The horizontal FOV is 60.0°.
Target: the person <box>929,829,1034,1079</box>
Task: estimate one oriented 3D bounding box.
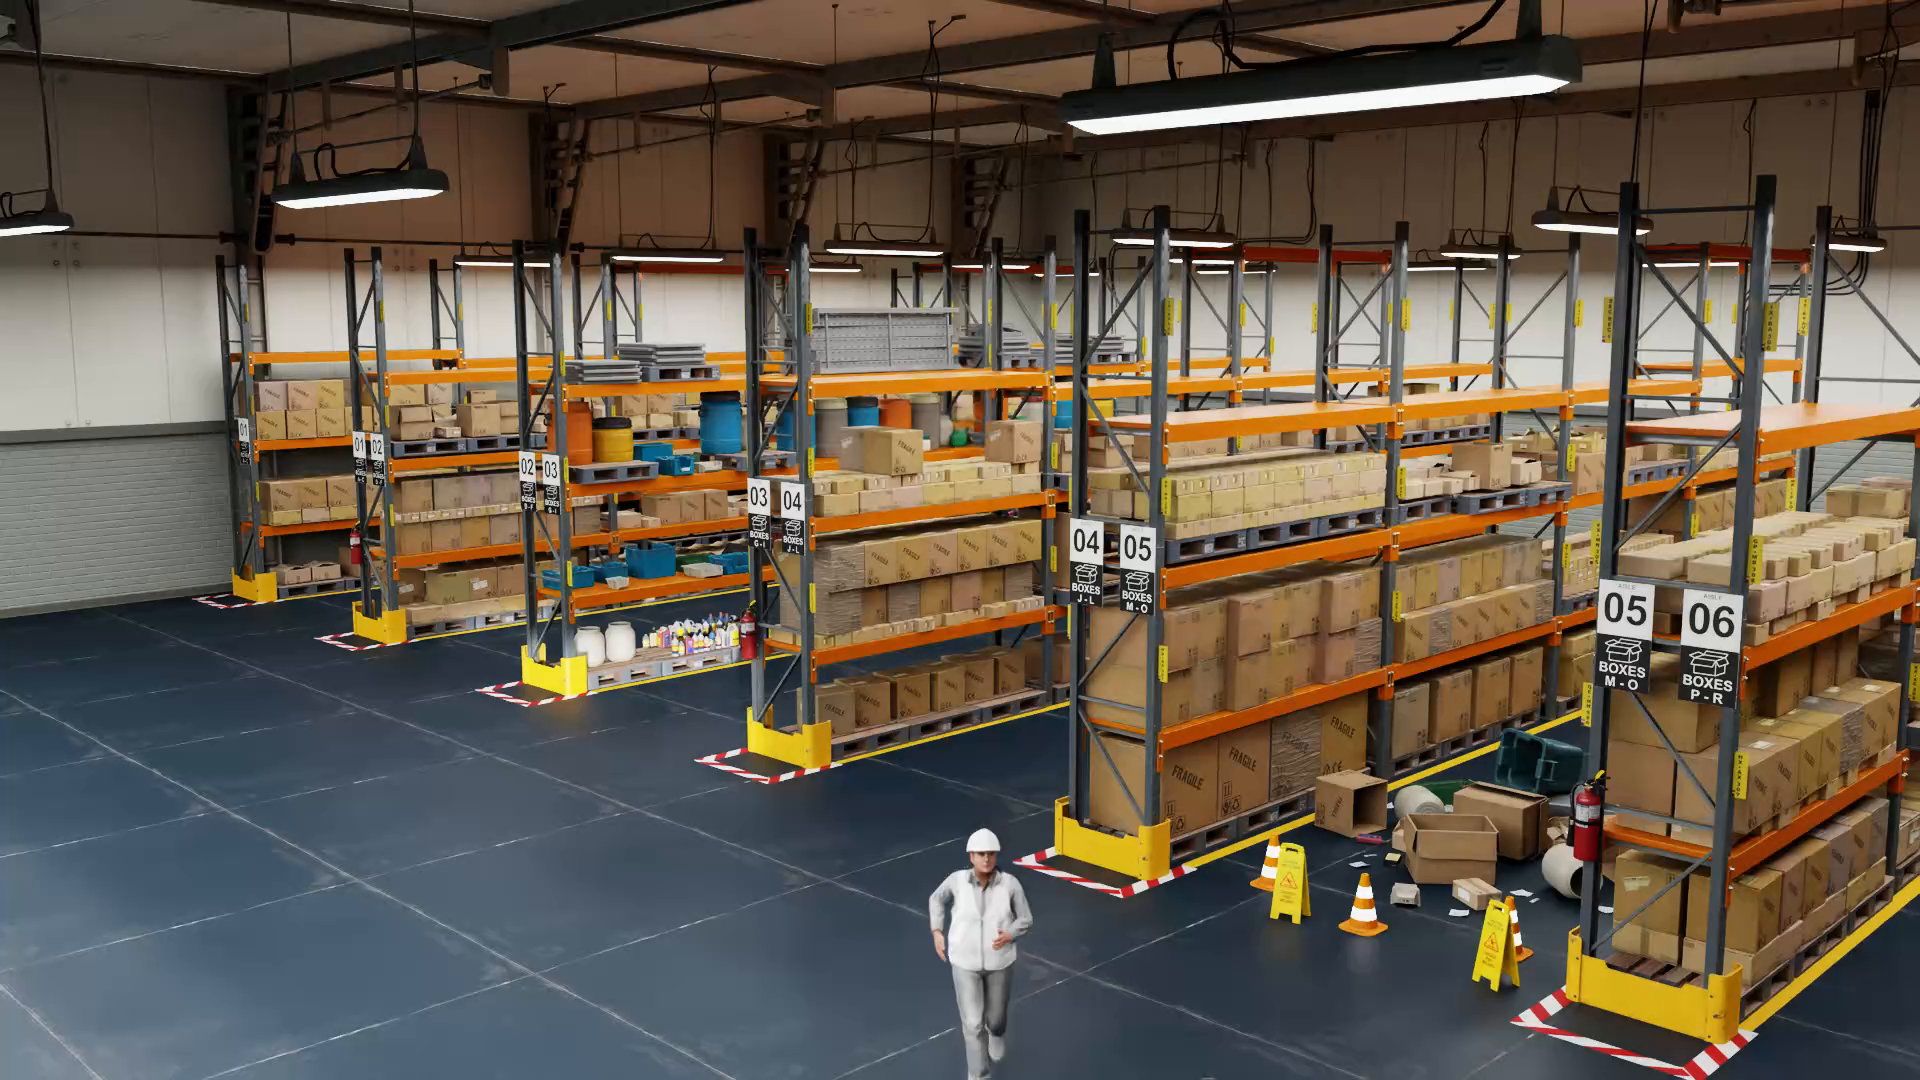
[{"bbox_3d":[0.143,2.752,10.879,0.680,1.741,0.976,0,8,-3],"label":"person"}]

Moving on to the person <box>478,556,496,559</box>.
[{"bbox_3d":[-8.294,0.288,29.033,0.543,1.567,0.530,6,10,37],"label":"person"}]
